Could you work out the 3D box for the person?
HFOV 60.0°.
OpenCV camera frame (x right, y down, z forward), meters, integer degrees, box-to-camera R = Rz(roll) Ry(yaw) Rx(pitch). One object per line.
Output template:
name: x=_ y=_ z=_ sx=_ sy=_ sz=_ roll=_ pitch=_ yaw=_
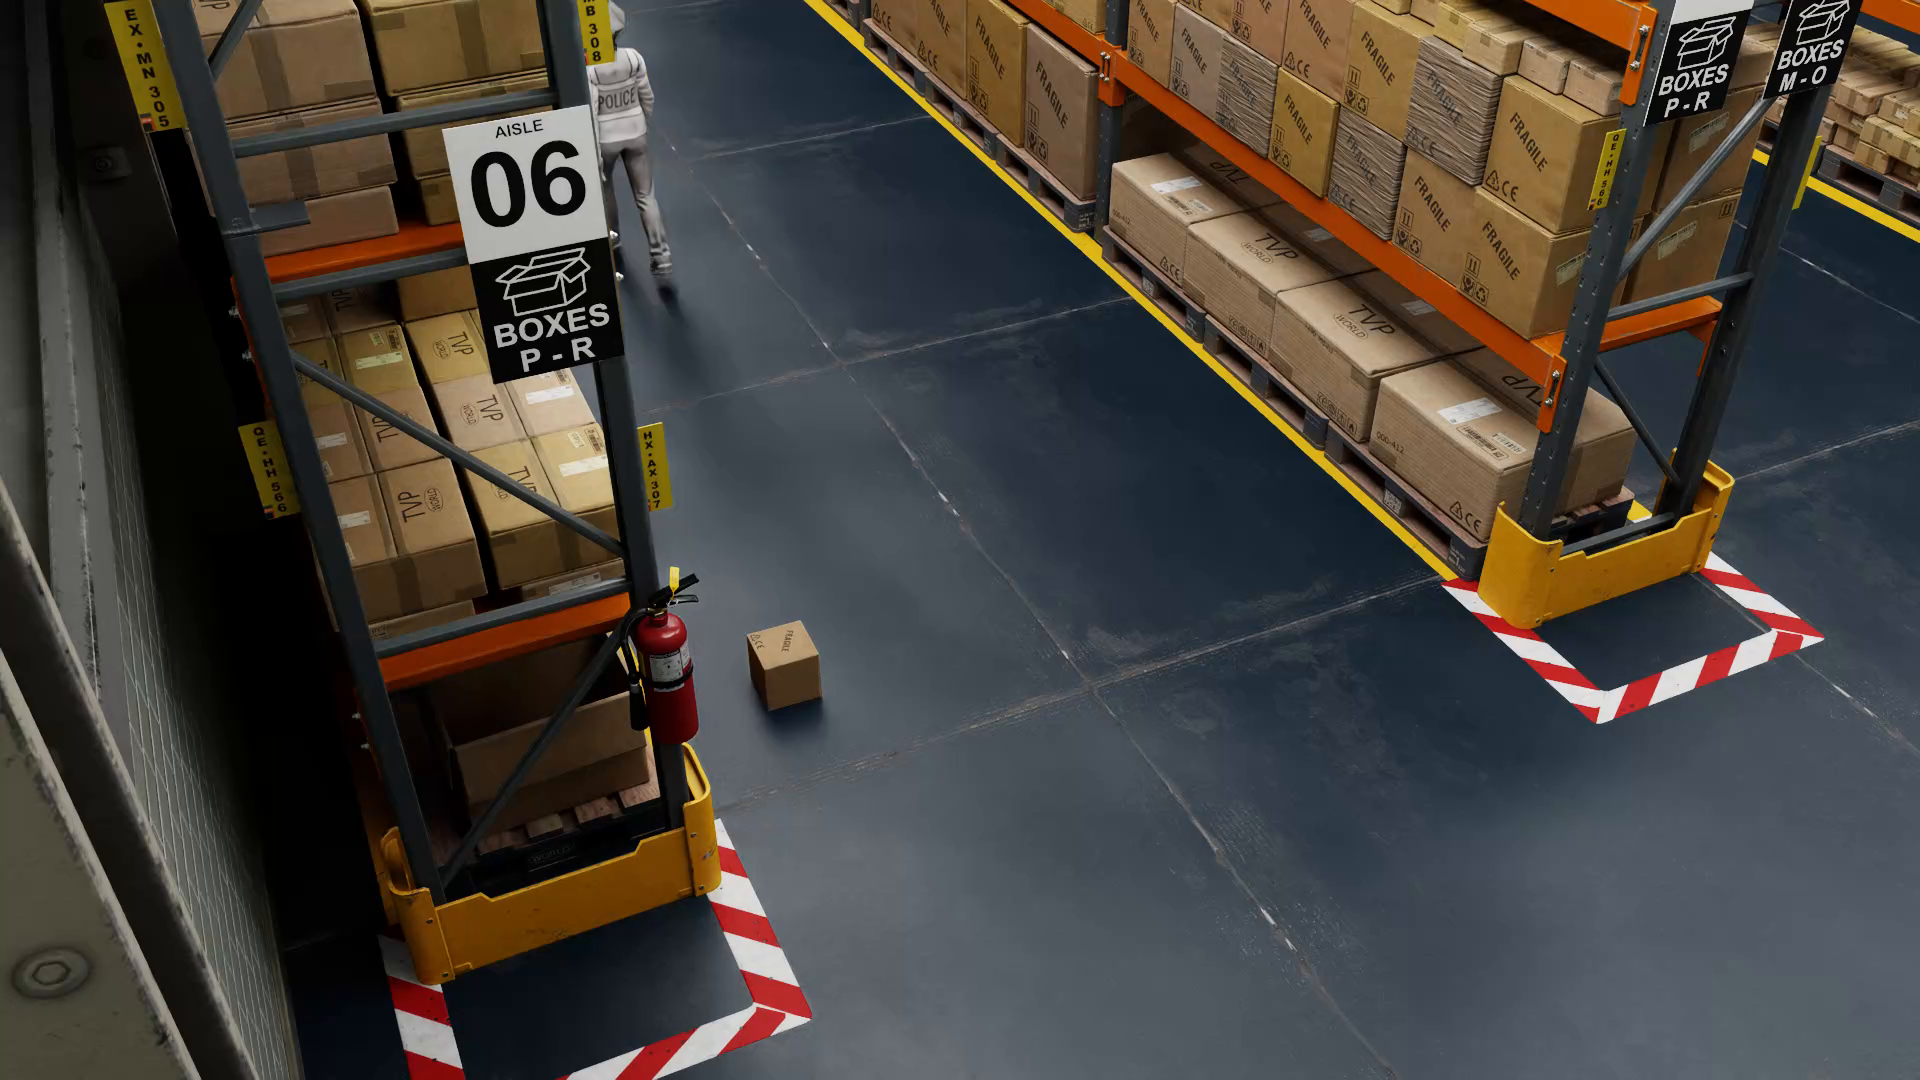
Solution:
person: x=-2.036 y=-2.422 z=9.980 sx=0.481 sy=1.645 sz=0.948 roll=-17 pitch=40 yaw=-20
